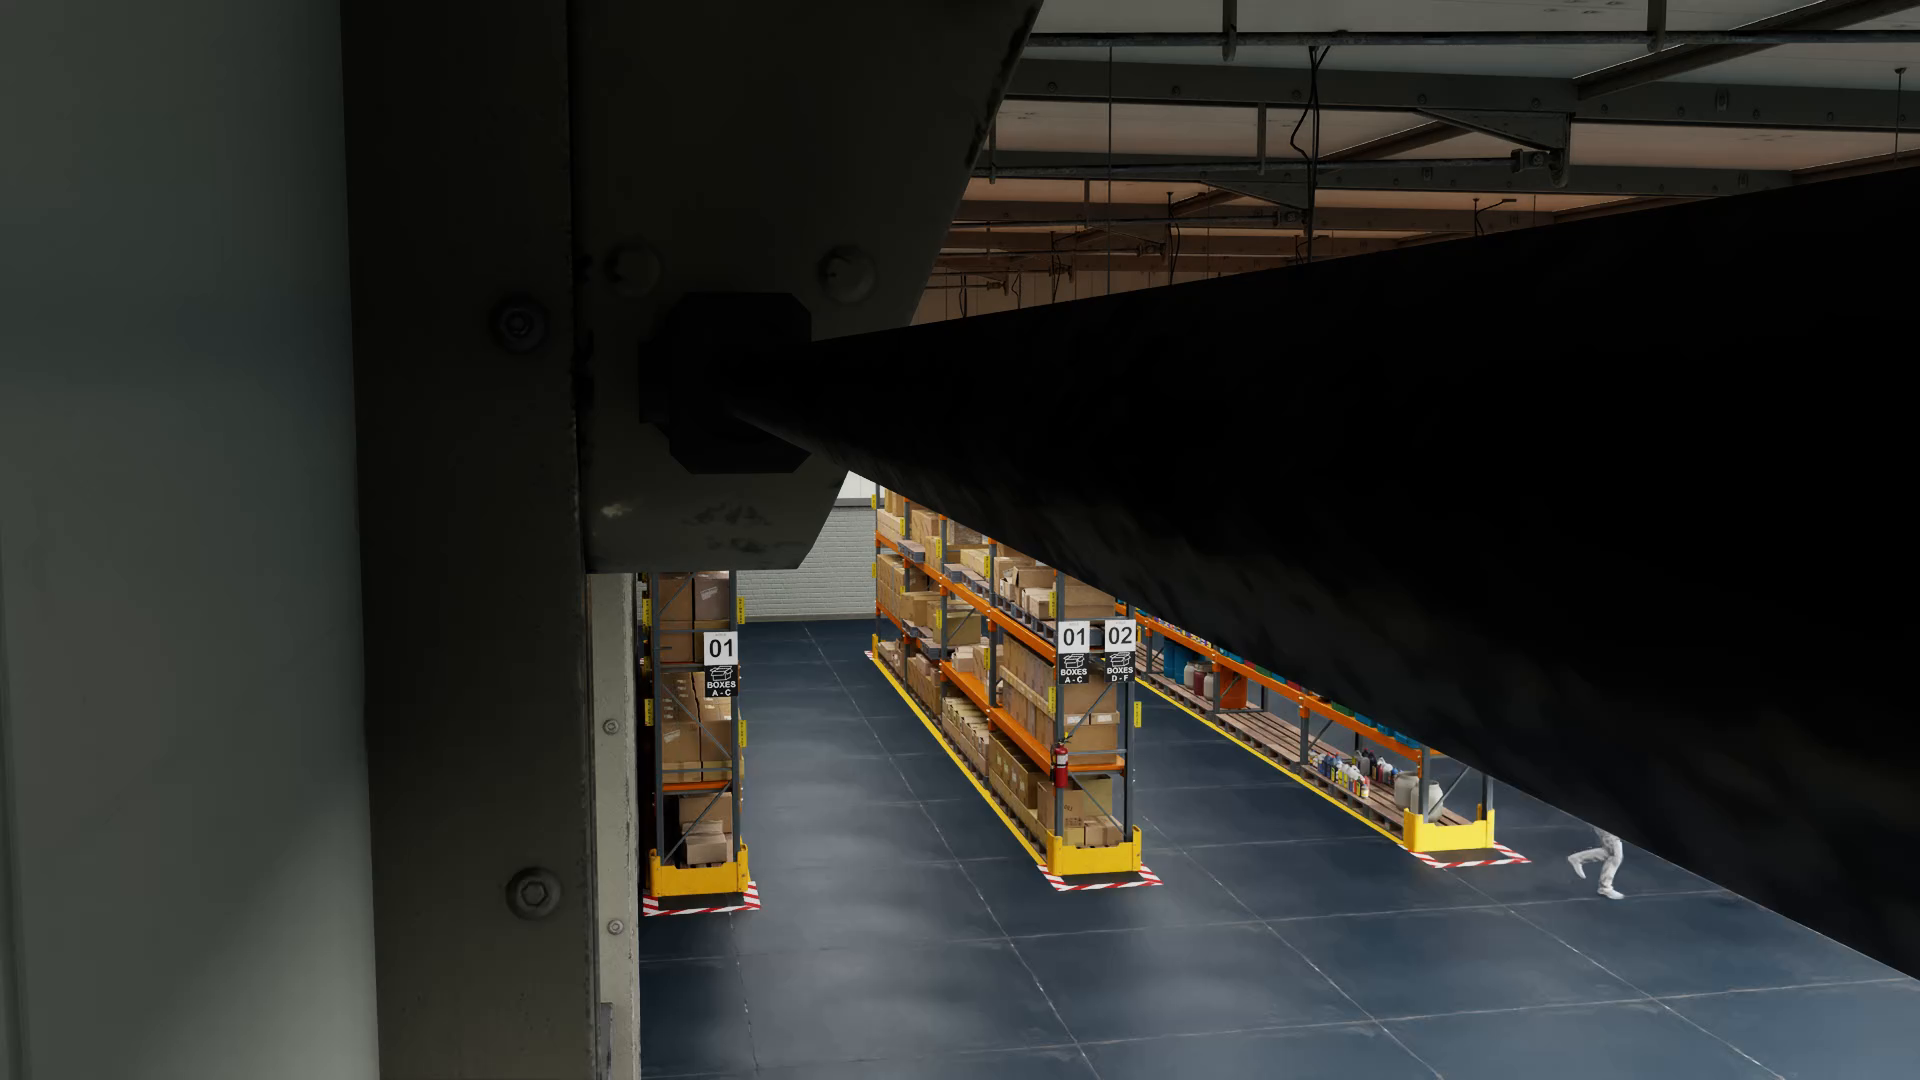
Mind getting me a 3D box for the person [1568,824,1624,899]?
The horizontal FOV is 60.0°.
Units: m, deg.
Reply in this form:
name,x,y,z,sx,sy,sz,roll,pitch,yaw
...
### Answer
name,x,y,z,sx,sy,sz,roll,pitch,yaw
person,7.698,3.411,20.070,0.674,1.770,0.688,4,7,32
